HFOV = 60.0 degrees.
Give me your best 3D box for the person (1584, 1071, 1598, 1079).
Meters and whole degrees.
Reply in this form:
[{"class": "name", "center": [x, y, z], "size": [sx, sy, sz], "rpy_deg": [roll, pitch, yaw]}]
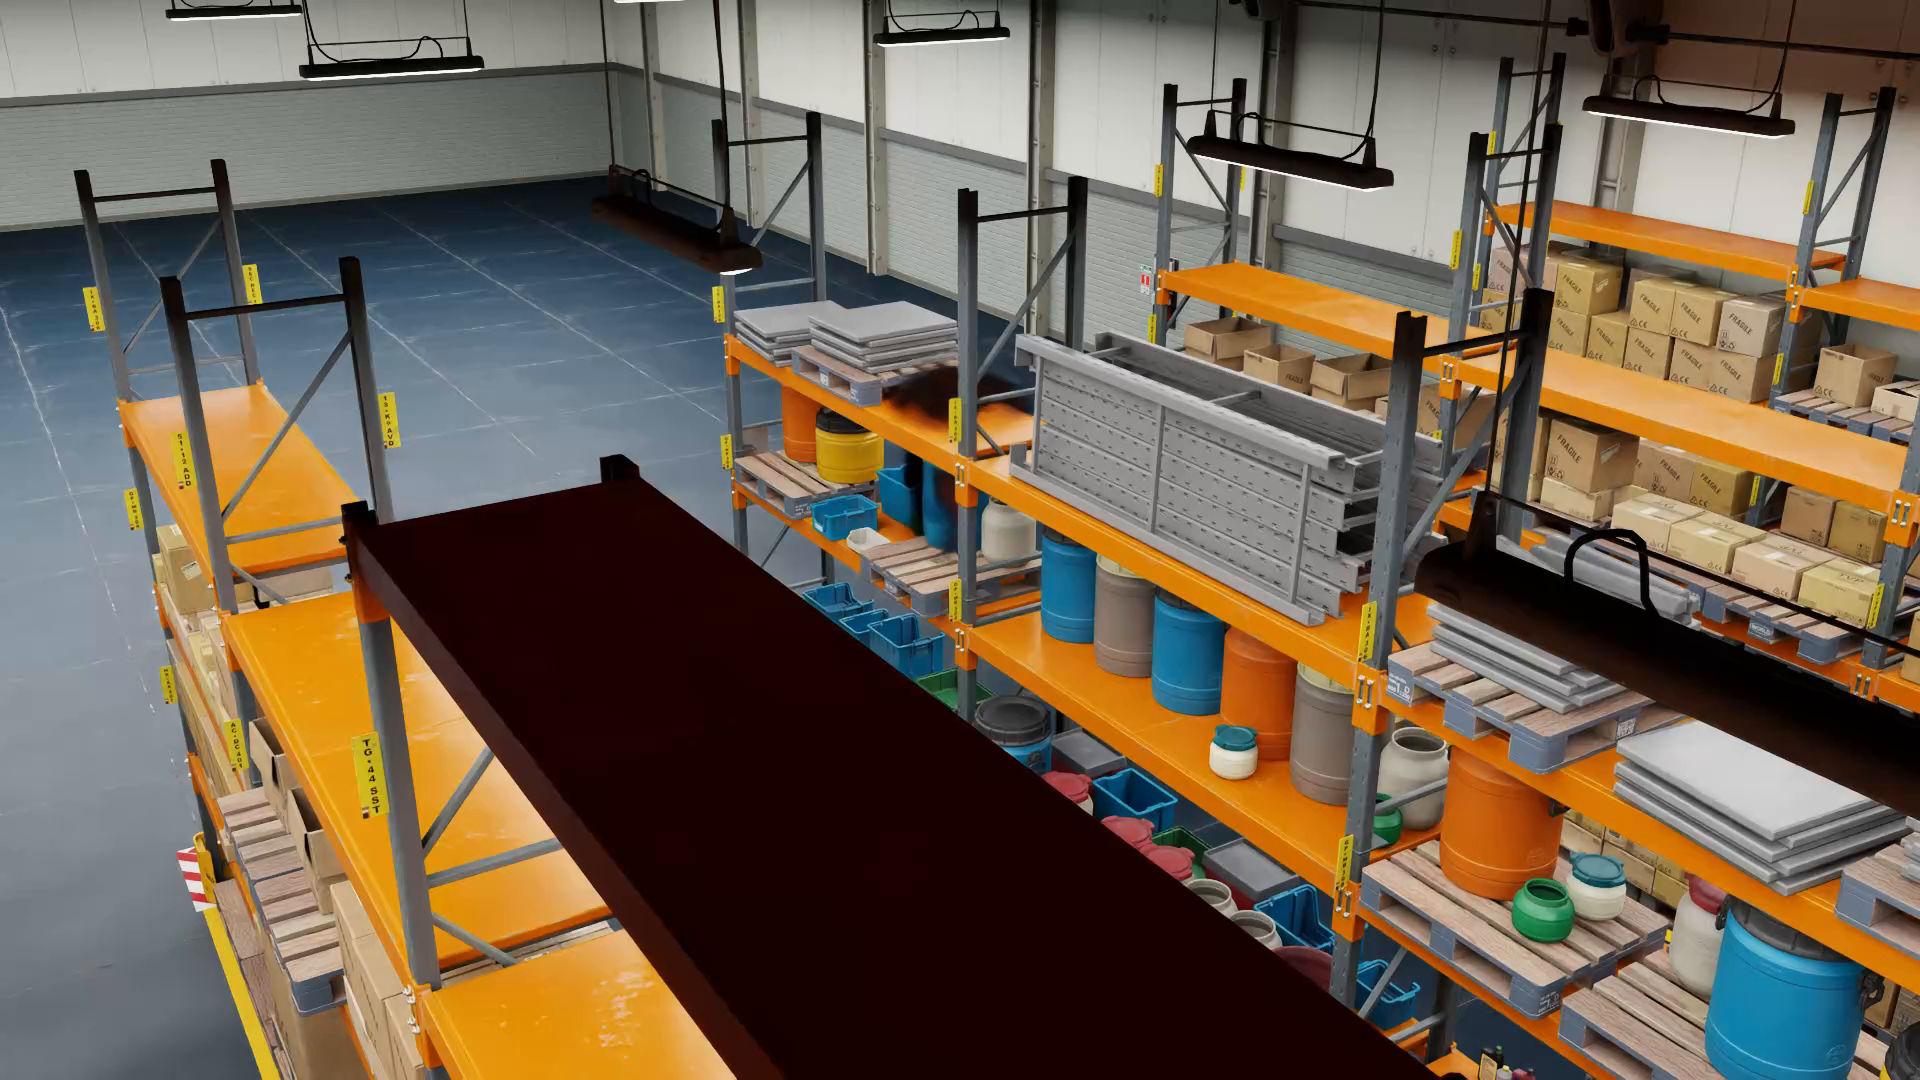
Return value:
[{"class": "person", "center": [4.143, 3.406, 10.579], "size": [0.627, 1.651, 1.028], "rpy_deg": [-11, 25, -26]}]
